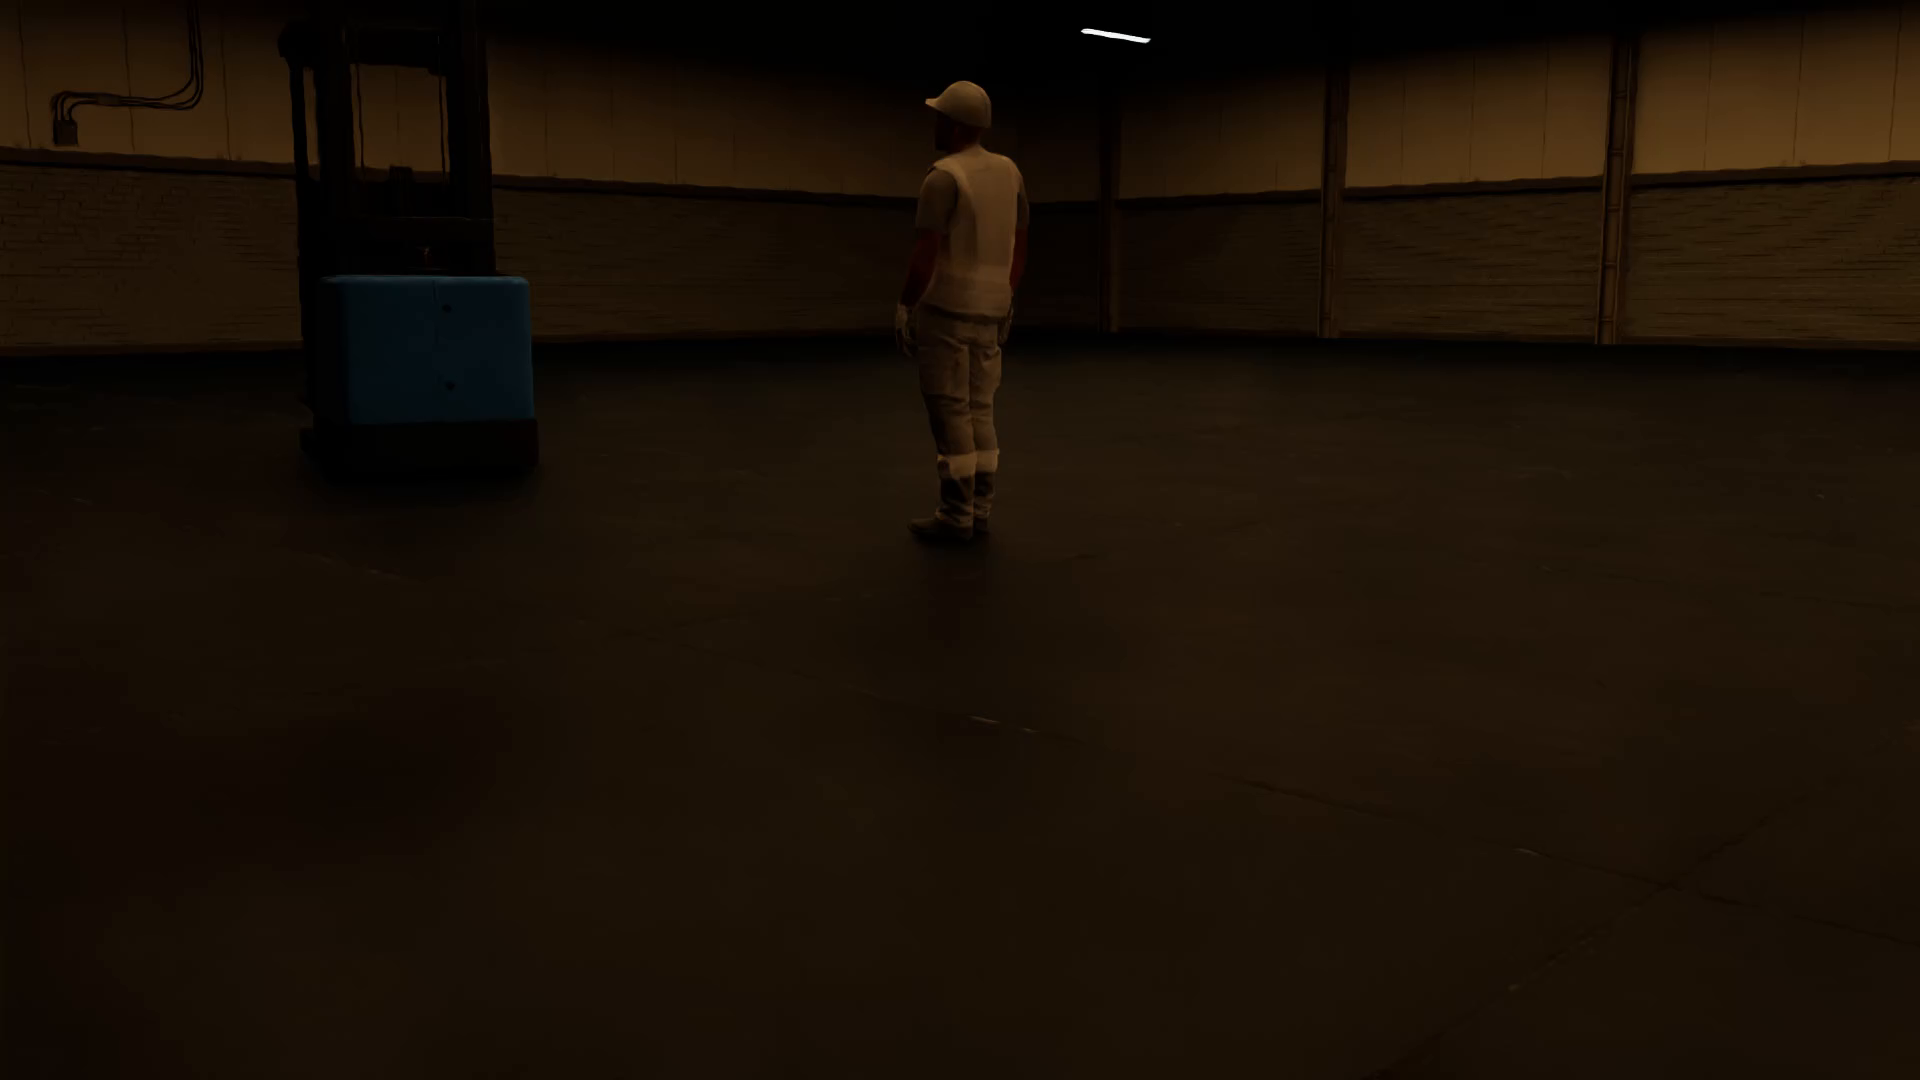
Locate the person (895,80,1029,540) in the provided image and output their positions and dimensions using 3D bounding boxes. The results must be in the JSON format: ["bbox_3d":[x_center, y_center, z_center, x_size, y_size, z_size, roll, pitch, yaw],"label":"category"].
[{"bbox_3d":[-0.050,-0.901,6.646,0.563,1.787,0.637,8,12,43],"label":"person"}]

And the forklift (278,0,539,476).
[{"bbox_3d":[-3.407,-1.970,9.957,1.130,2.935,3.031,-4,10,-26],"label":"forklift"}]
